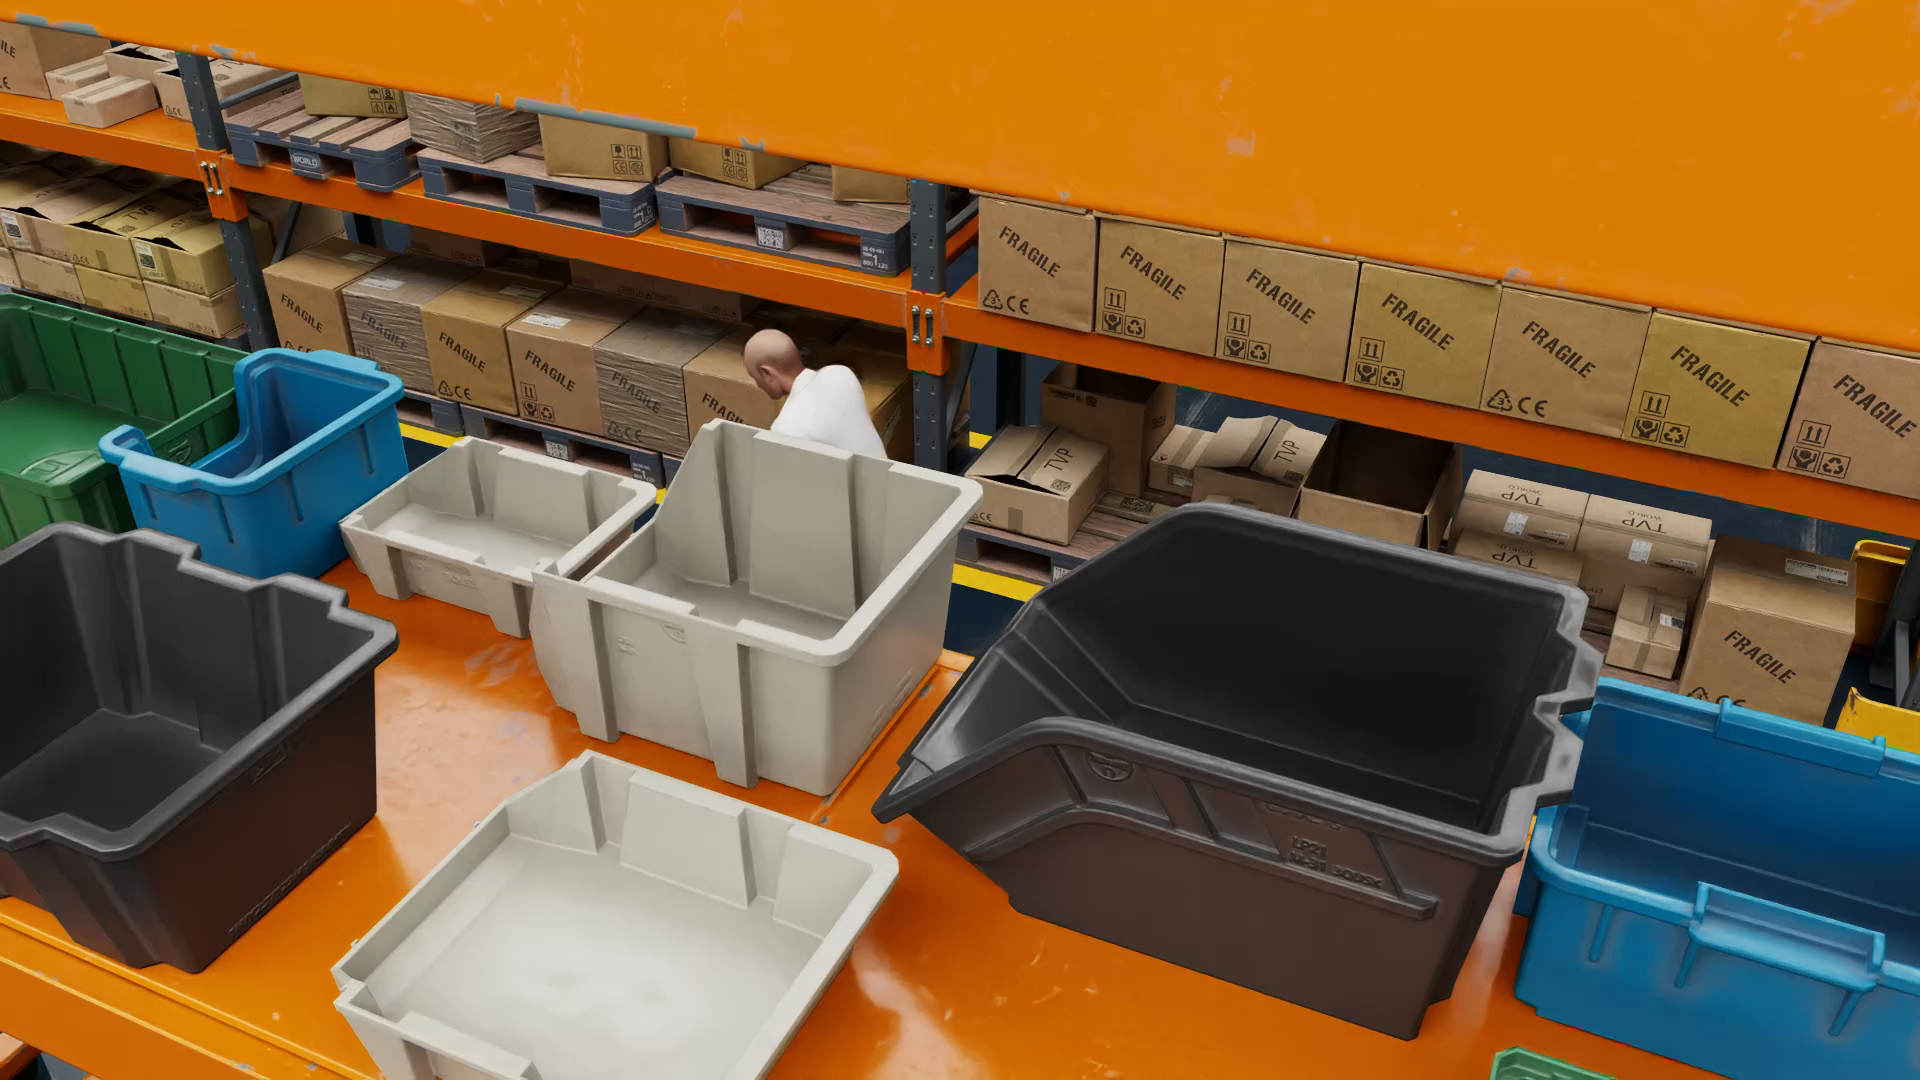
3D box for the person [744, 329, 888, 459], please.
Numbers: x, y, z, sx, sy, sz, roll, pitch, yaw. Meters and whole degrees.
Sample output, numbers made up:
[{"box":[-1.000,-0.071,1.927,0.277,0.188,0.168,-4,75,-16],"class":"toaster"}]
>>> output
[{"box":[-0.522,-0.040,6.385,0.564,1.601,0.618,15,36,21],"class":"person"}]
